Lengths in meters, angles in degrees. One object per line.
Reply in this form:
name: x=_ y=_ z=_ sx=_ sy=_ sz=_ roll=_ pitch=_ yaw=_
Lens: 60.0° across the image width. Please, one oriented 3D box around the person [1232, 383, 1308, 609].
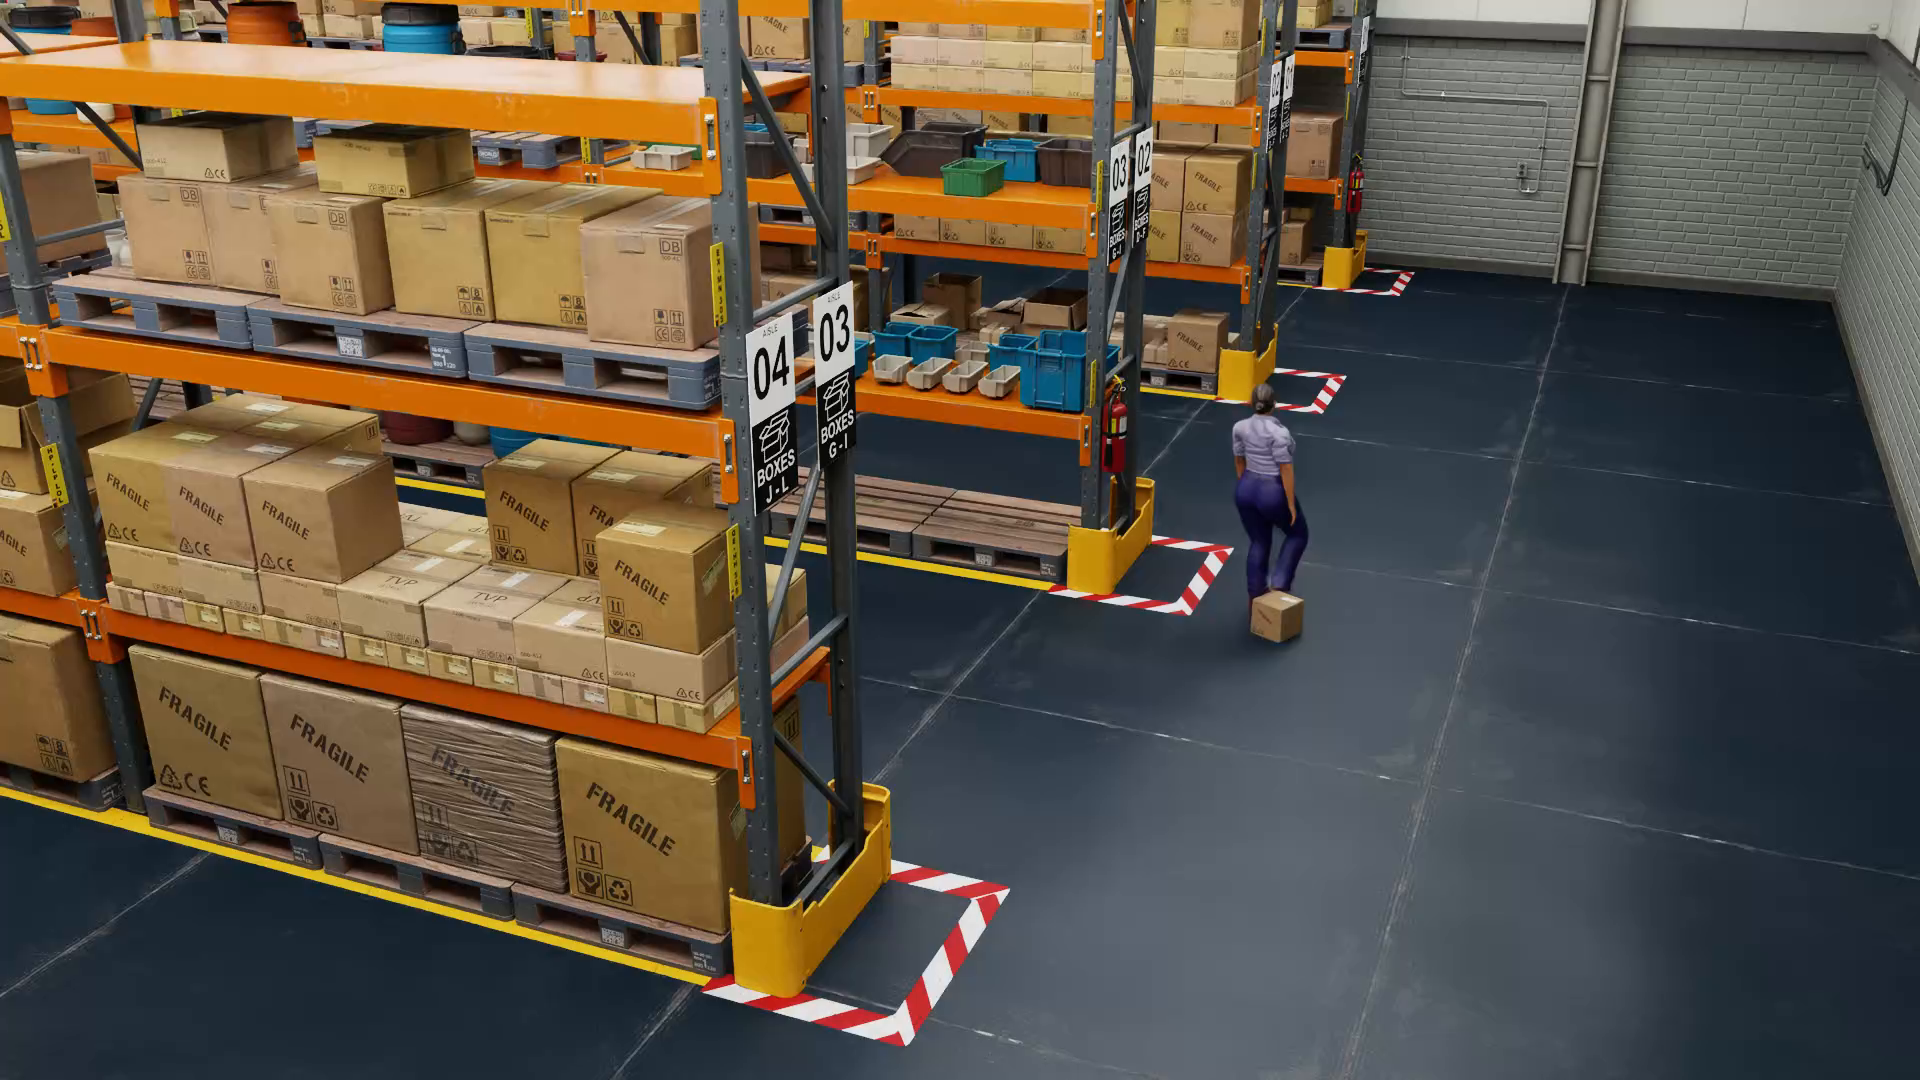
person: x=2.173 y=-0.295 z=11.624 sx=0.556 sy=1.656 sz=0.442 roll=19 pitch=29 yaw=39
